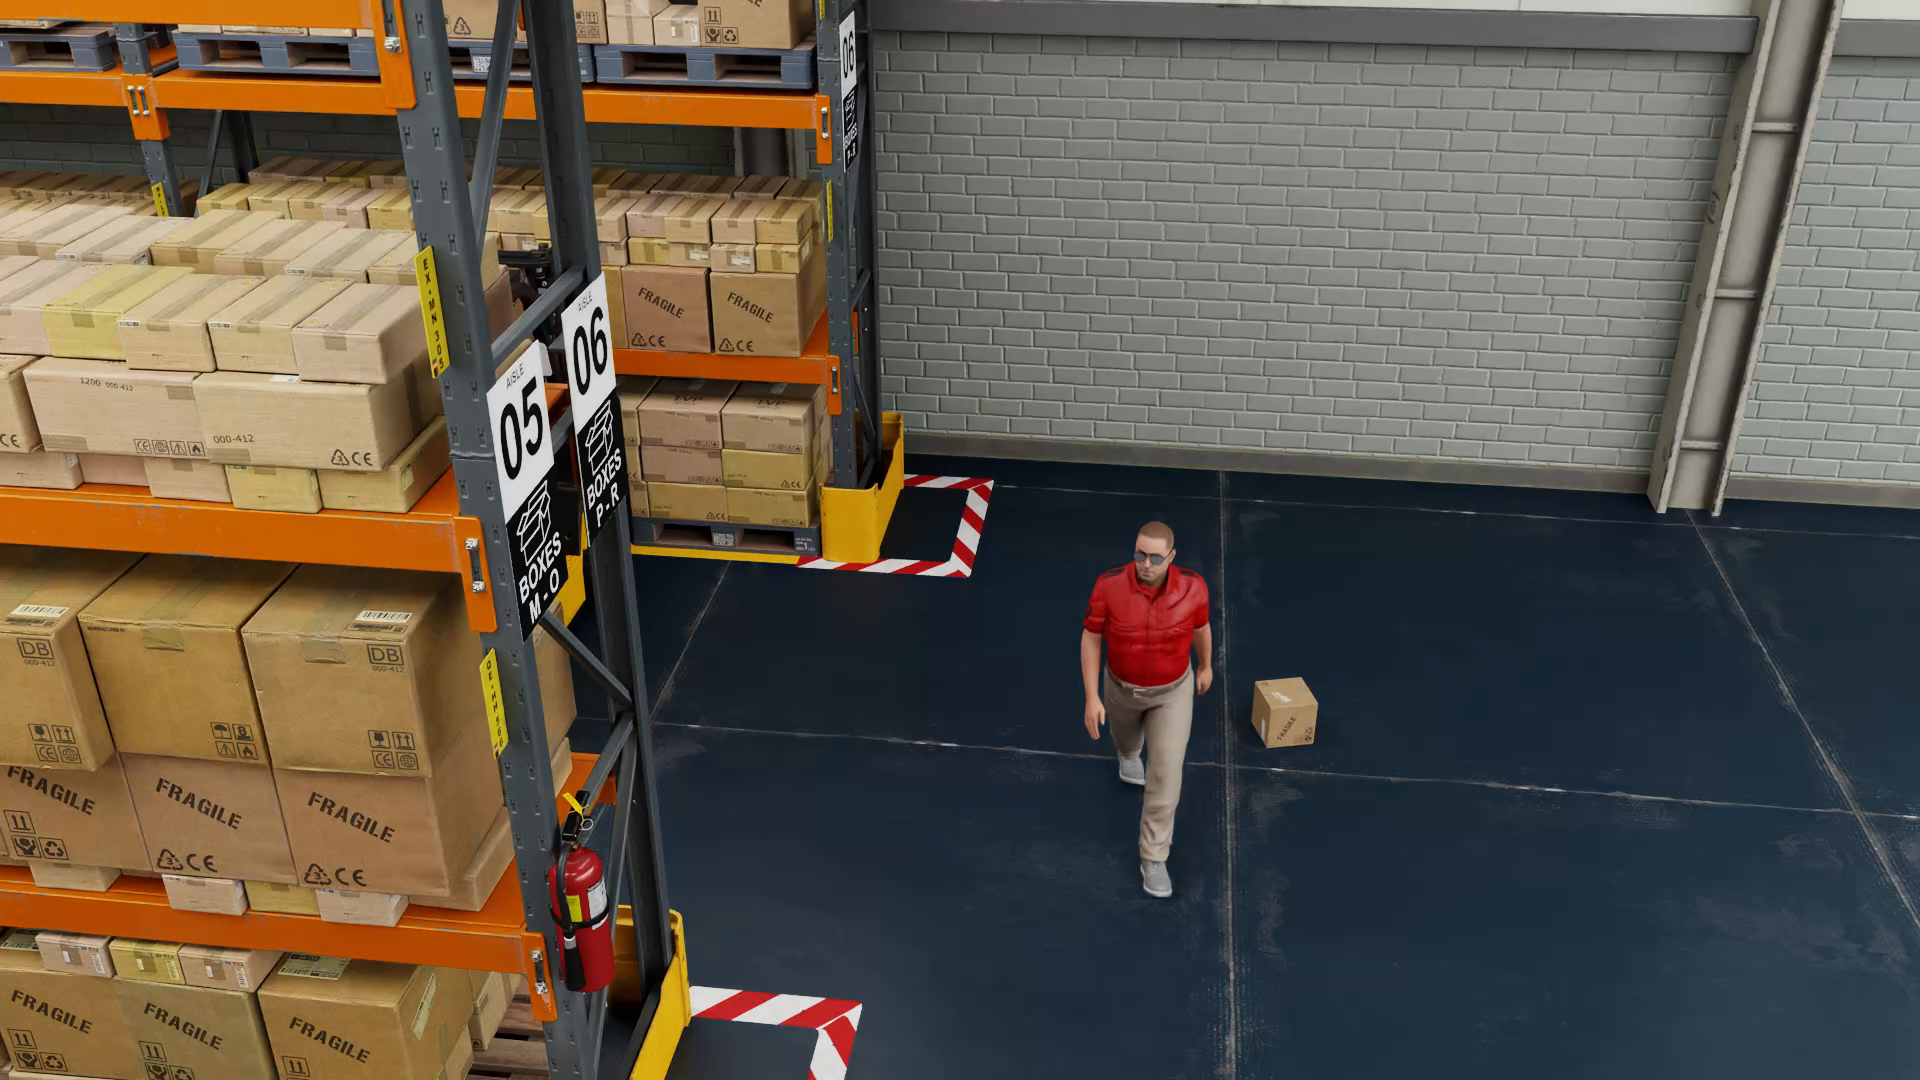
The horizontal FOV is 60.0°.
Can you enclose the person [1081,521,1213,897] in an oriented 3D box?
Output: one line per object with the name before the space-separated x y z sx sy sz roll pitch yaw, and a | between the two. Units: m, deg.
person | 0.834 0.645 7.472 0.577 1.662 1.128 6 29 10
